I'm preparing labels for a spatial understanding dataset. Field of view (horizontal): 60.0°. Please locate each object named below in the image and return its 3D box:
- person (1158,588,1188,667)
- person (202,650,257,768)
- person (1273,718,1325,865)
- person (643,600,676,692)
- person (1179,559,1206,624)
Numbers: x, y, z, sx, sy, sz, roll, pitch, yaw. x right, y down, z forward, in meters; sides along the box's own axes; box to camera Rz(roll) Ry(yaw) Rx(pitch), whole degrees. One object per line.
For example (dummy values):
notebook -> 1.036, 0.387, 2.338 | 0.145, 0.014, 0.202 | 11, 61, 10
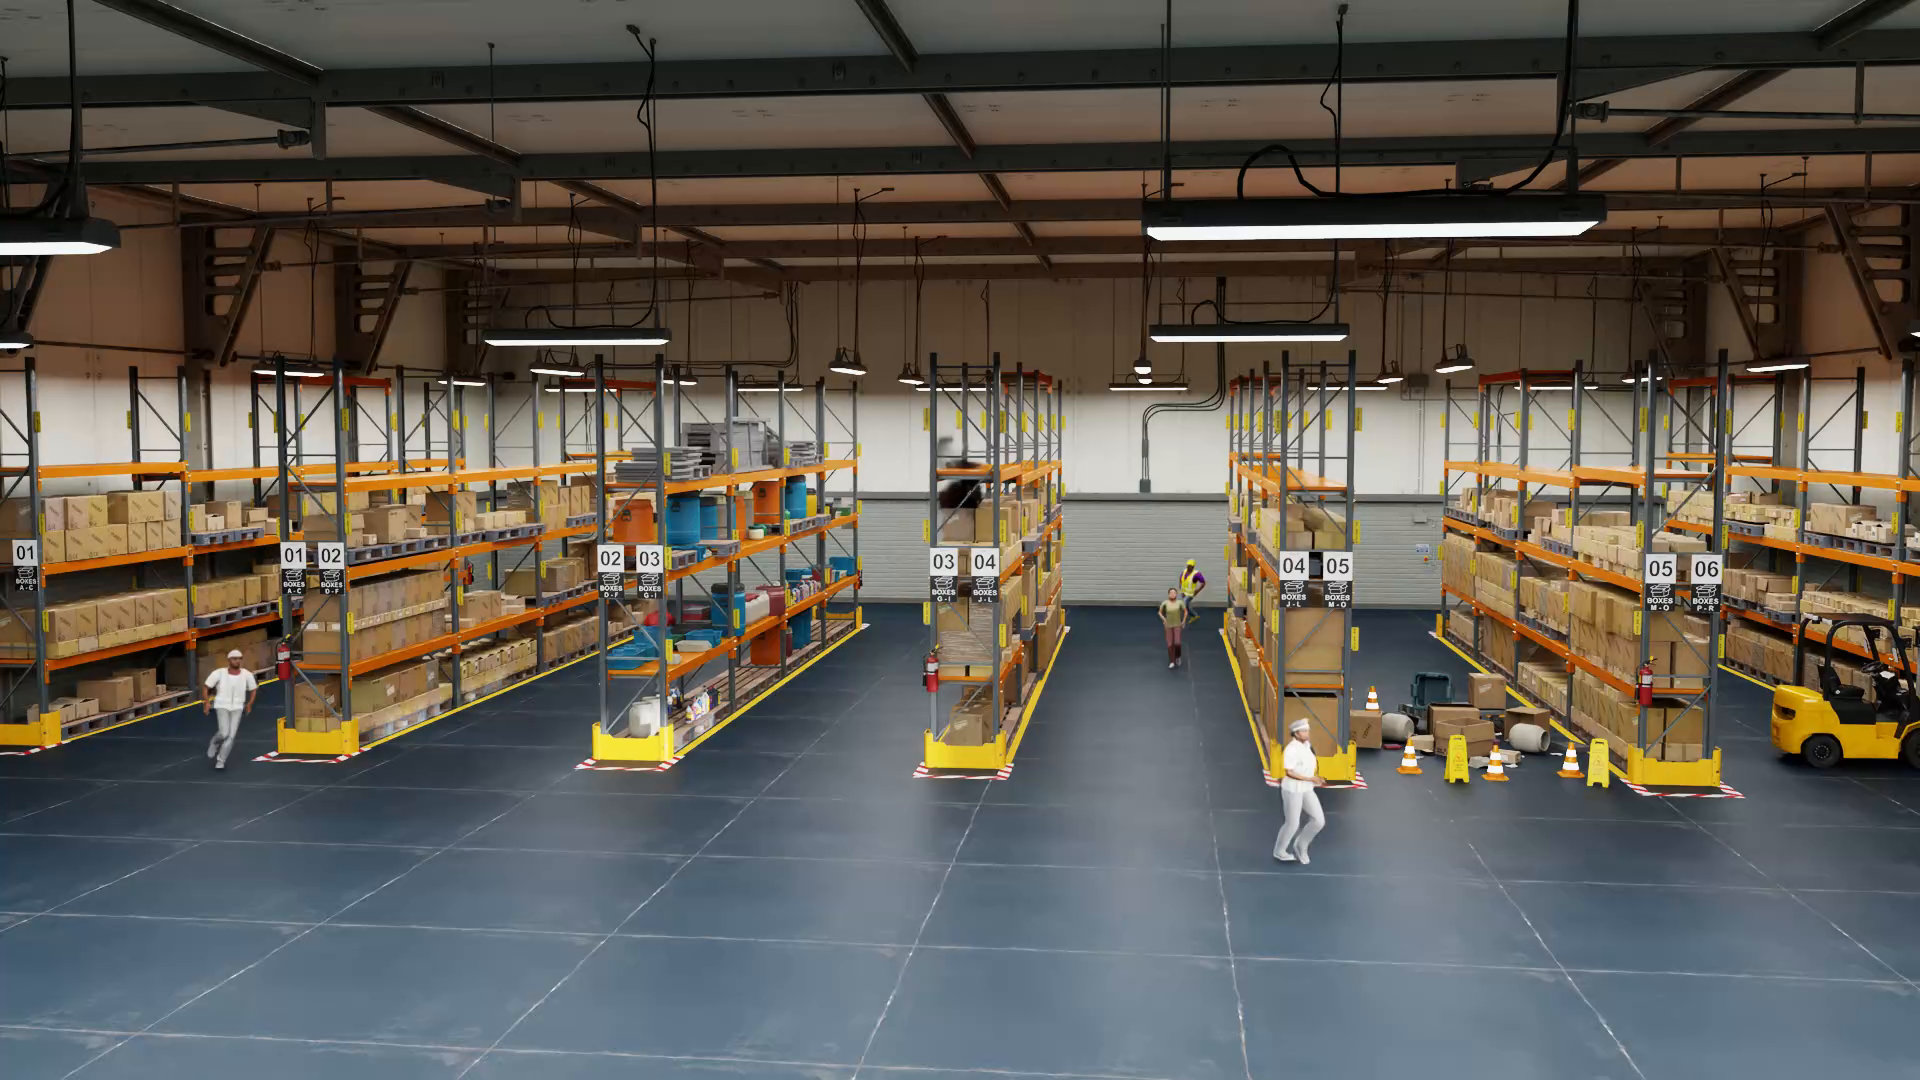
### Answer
person -> 4.329, 1.788, 33.869 | 0.592, 1.629, 0.539 | 1, 4, 10
person -> -10.593, 2.448, 24.187 | 0.744, 1.691, 0.545 | -3, 5, -35
person -> 3.857, 2.844, 18.755 | 0.590, 1.710, 0.674 | -4, 6, -43
person -> -5.624, 1.966, 31.161 | 0.668, 1.699, 0.677 | 0, 4, 3
person -> 5.568, 1.305, 40.271 | 0.980, 1.687, 0.743 | -3, 5, -34
